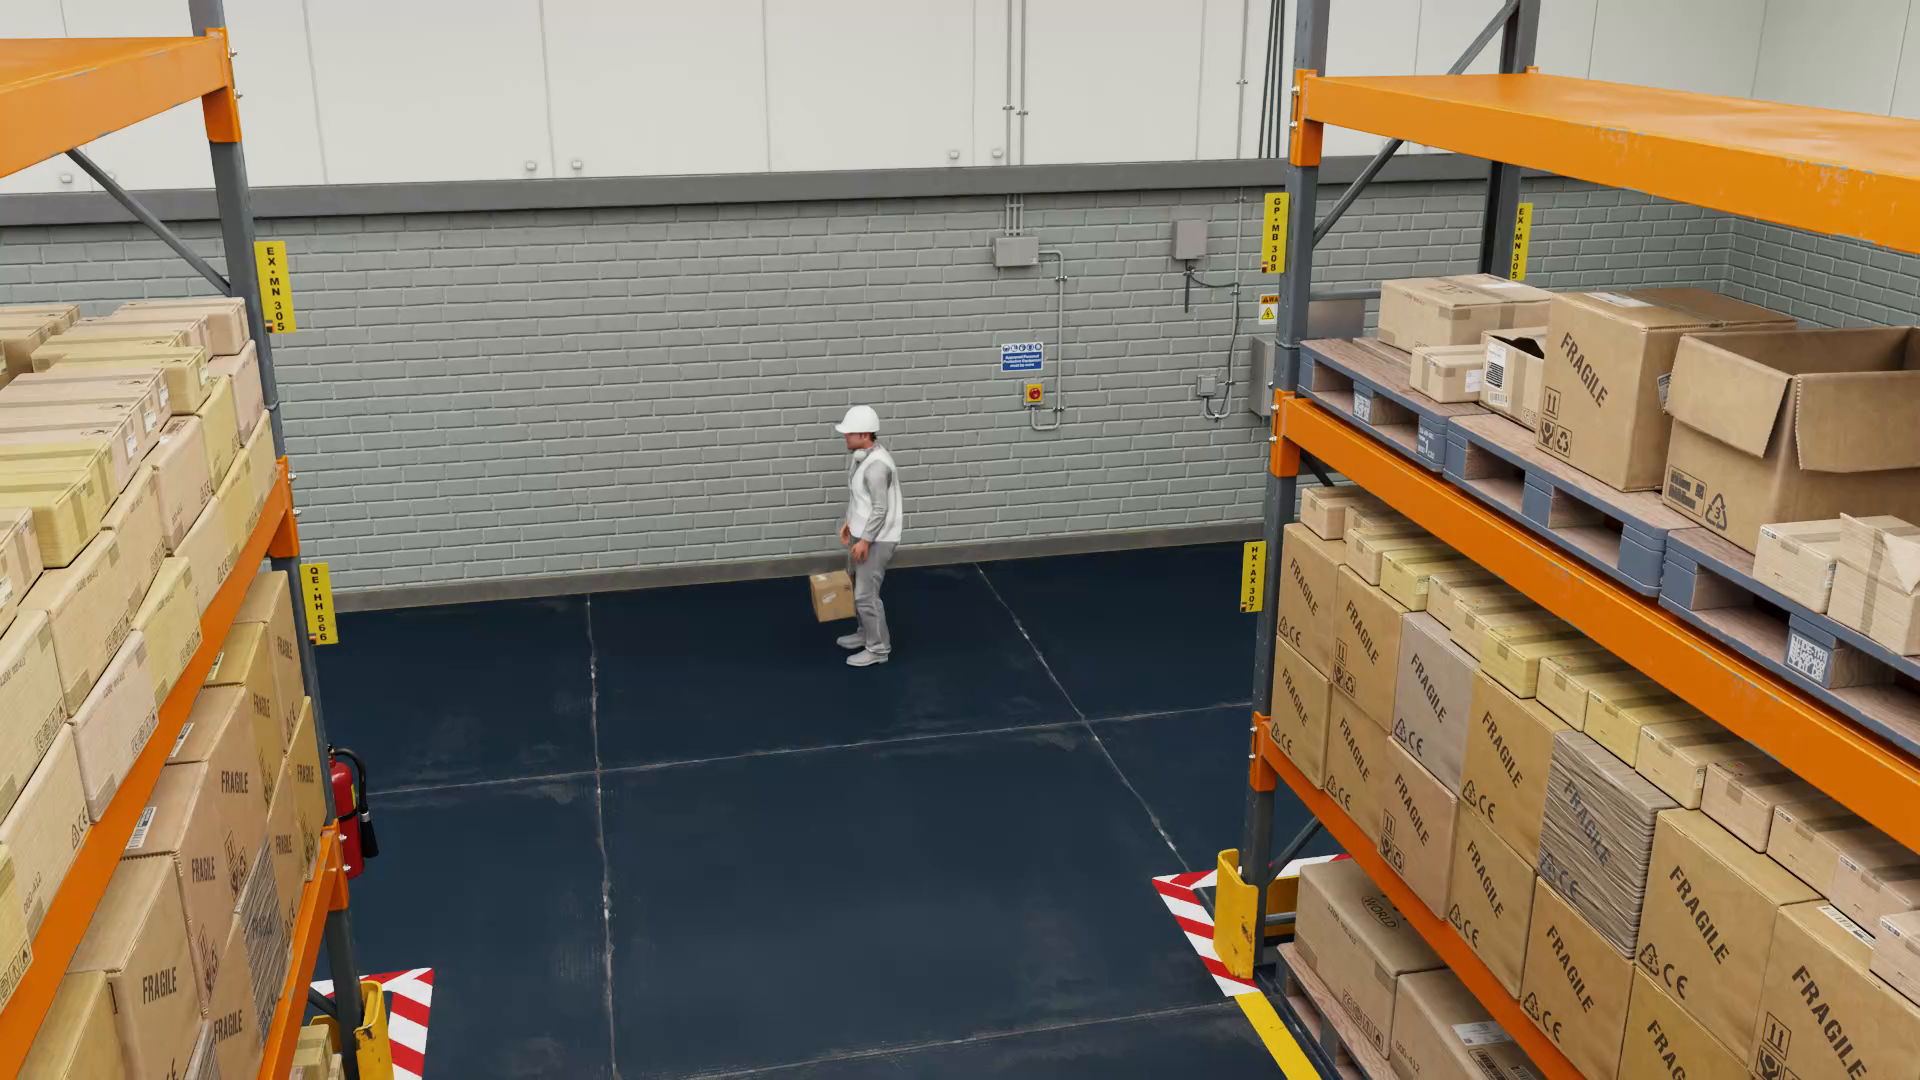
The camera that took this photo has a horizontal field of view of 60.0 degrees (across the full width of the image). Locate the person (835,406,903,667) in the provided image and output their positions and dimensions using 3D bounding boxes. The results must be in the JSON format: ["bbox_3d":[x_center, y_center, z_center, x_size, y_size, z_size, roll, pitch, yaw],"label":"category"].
[{"bbox_3d":[-0.606,-0.042,11.147,0.435,1.773,0.561,-5,20,-14],"label":"person"}]
